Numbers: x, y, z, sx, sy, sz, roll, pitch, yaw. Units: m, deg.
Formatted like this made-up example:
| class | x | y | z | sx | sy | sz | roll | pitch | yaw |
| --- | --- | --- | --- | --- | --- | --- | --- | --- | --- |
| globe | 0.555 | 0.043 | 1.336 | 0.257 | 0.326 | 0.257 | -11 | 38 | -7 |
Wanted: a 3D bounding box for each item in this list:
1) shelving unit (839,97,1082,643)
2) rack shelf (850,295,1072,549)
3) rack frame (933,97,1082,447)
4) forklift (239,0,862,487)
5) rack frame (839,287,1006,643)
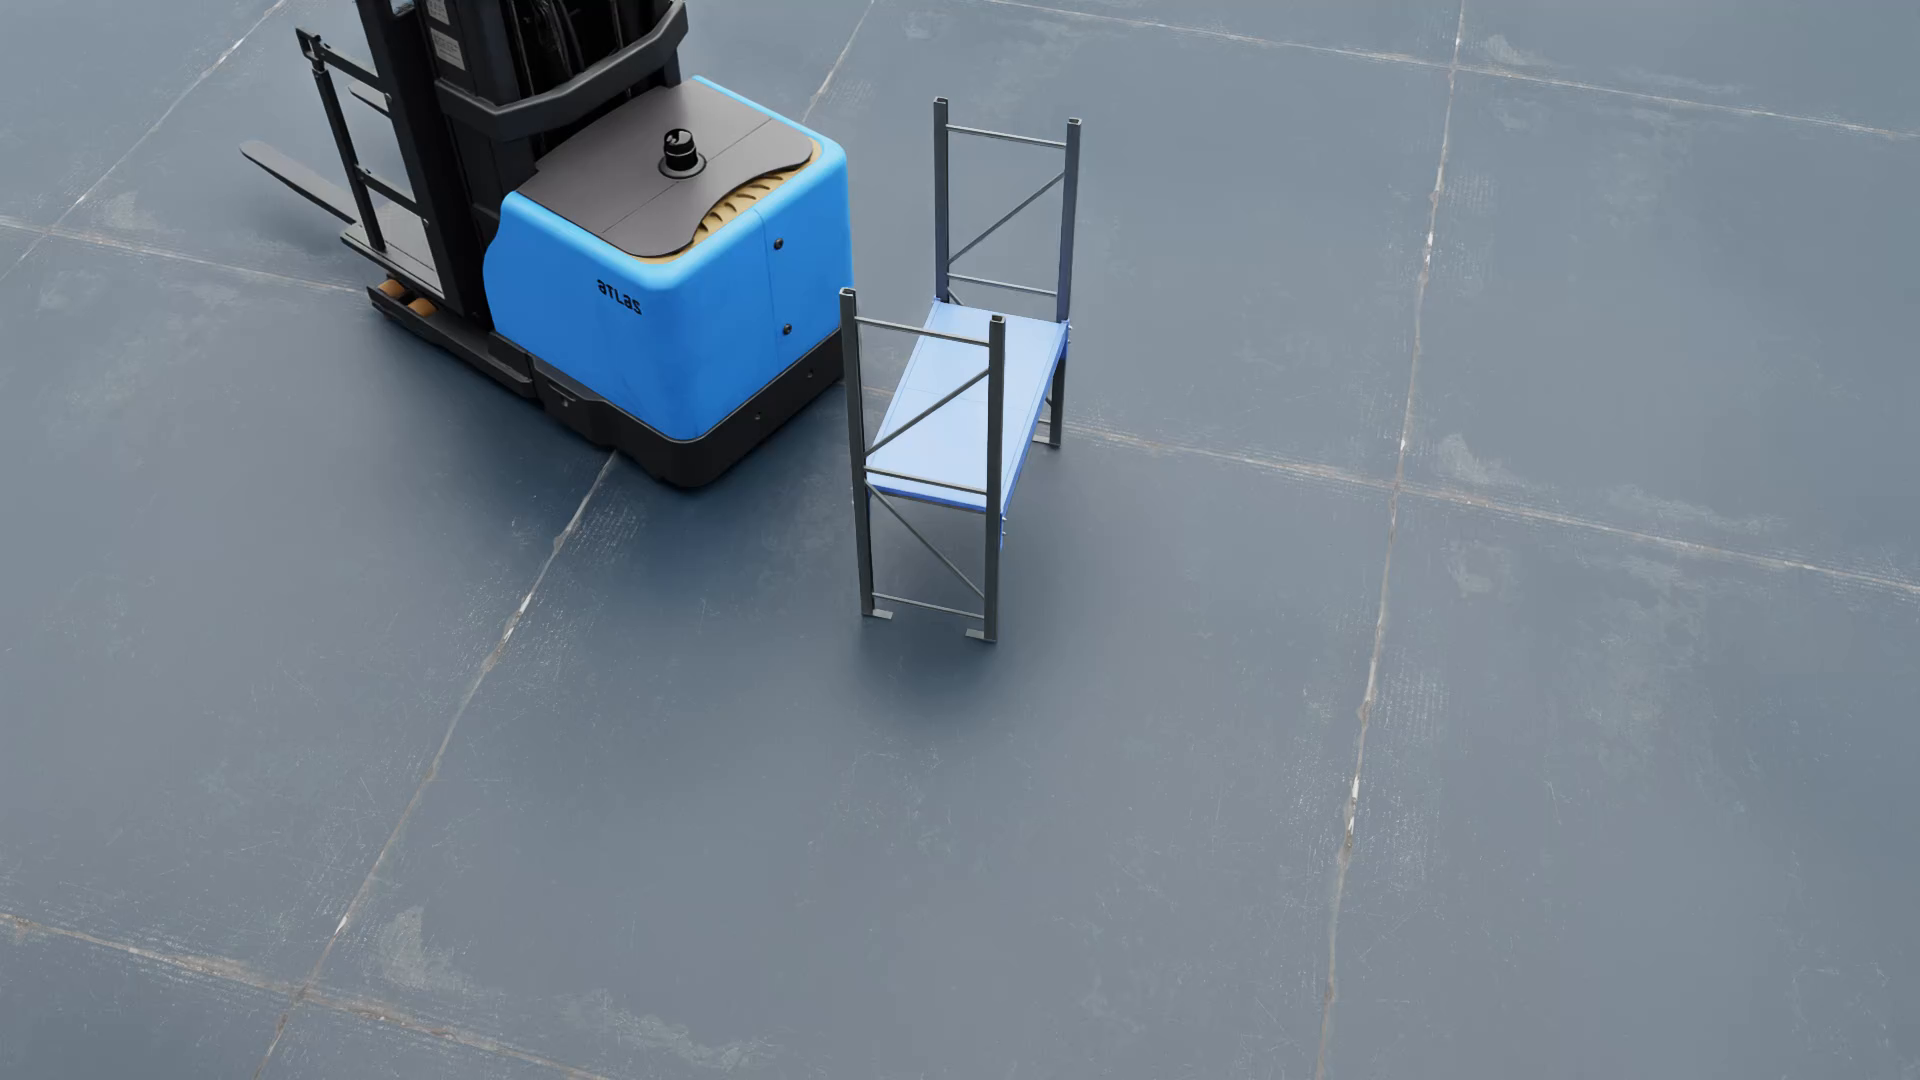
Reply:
| class | x | y | z | sx | sy | sz | roll | pitch | yaw |
| --- | --- | --- | --- | --- | --- | --- | --- | --- | --- |
| shelving unit | 0.022 | -0.558 | 5.742 | 0.538 | 1.500 | 1.048 | 12 | 50 | 10 |
| rack shelf | 0.022 | -0.439 | 5.877 | 0.538 | 0.185 | 1.000 | 12 | 50 | 10 |
| rack frame | 0.156 | -0.926 | 6.067 | 0.500 | 1.500 | 0.032 | 12 | 50 | 10 |
| forklift | -1.873 | -2.101 | 6.150 | 3.031 | 2.935 | 1.130 | 31 | 55 | 24 |
| rack frame | -0.111 | -0.190 | 5.418 | 0.500 | 1.500 | 0.032 | 12 | 50 | 10 |
